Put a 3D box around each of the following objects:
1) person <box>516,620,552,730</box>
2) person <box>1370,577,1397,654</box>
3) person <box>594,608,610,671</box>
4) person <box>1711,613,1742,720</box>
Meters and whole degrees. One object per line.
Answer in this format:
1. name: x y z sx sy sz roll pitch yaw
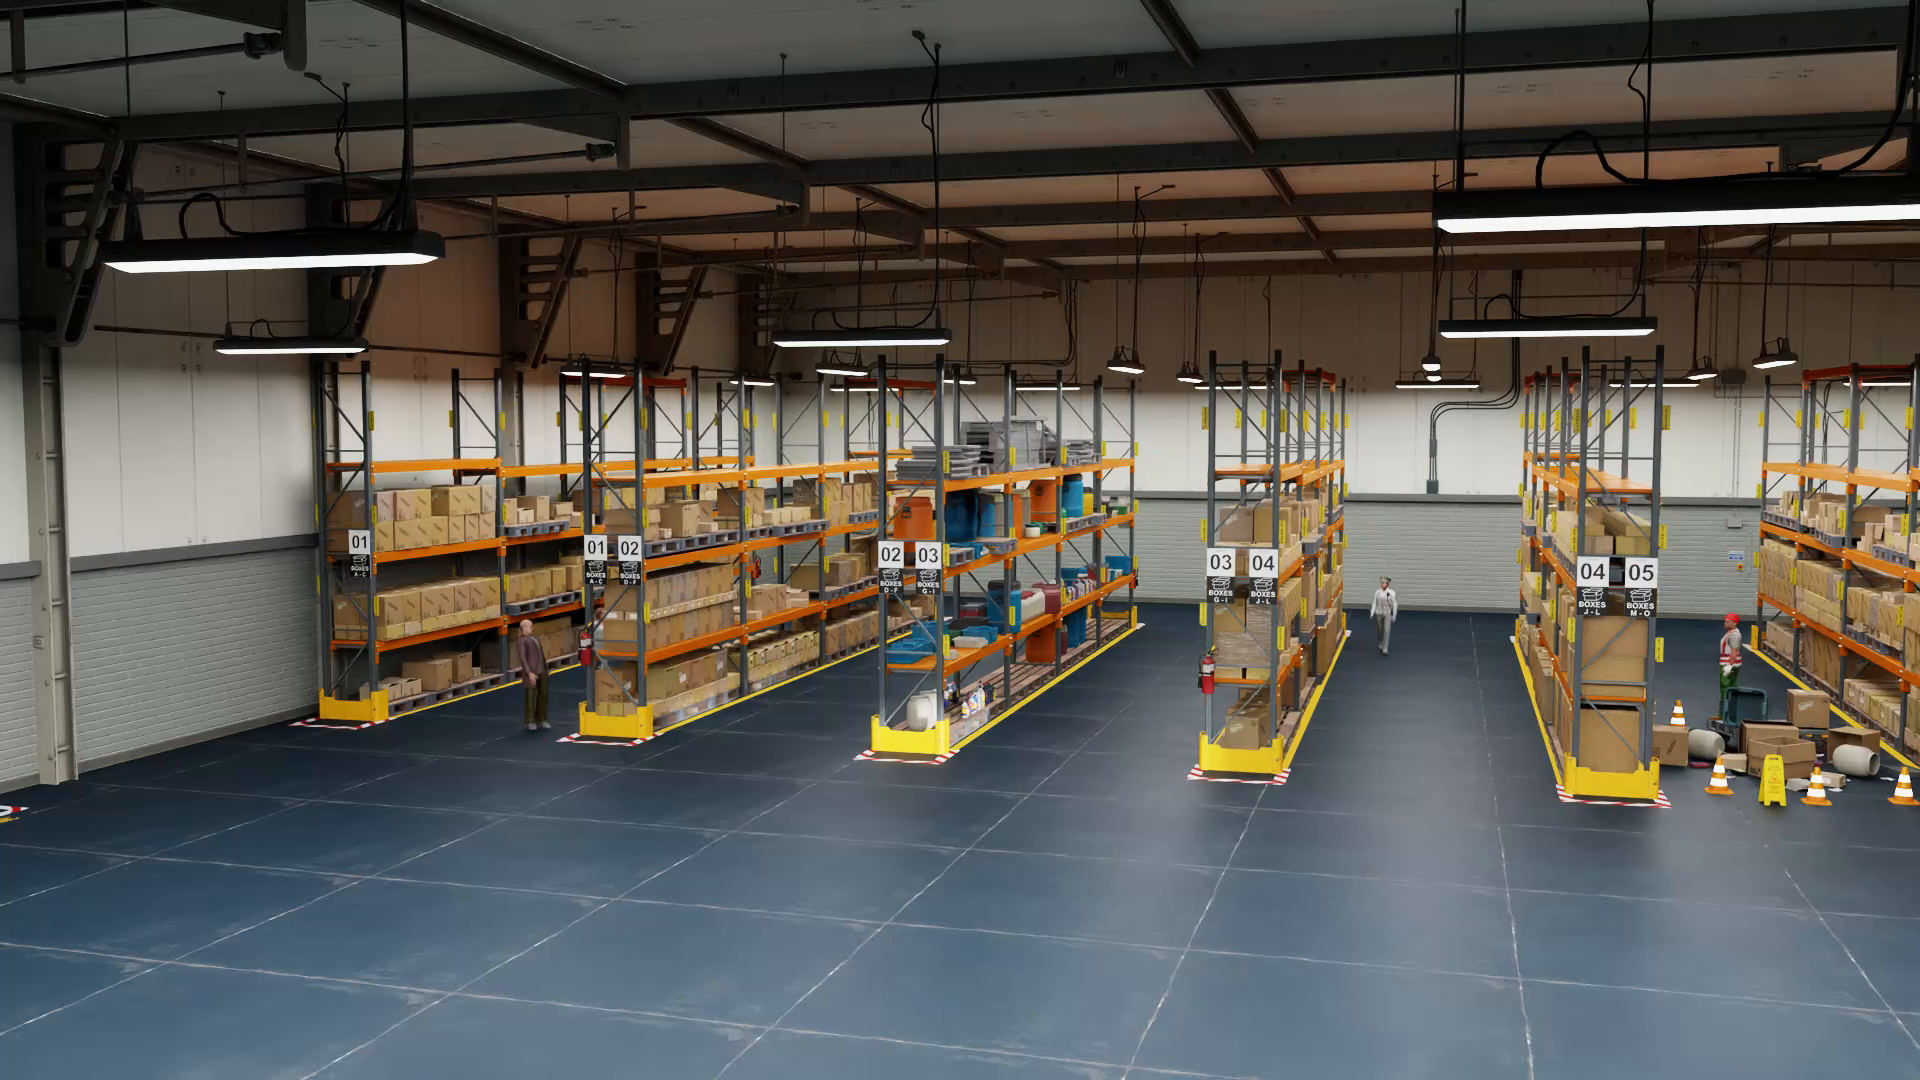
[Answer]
1. person: -6.920 2.208 27.062 0.574 1.827 0.663 3 5 35
2. person: 9.170 1.607 35.977 0.558 1.639 0.948 1 4 18
3. person: -6.540 2.027 30.506 0.457 1.584 0.644 0 4 7
4. person: 12.889 2.124 27.888 0.428 1.793 0.608 3 5 39
